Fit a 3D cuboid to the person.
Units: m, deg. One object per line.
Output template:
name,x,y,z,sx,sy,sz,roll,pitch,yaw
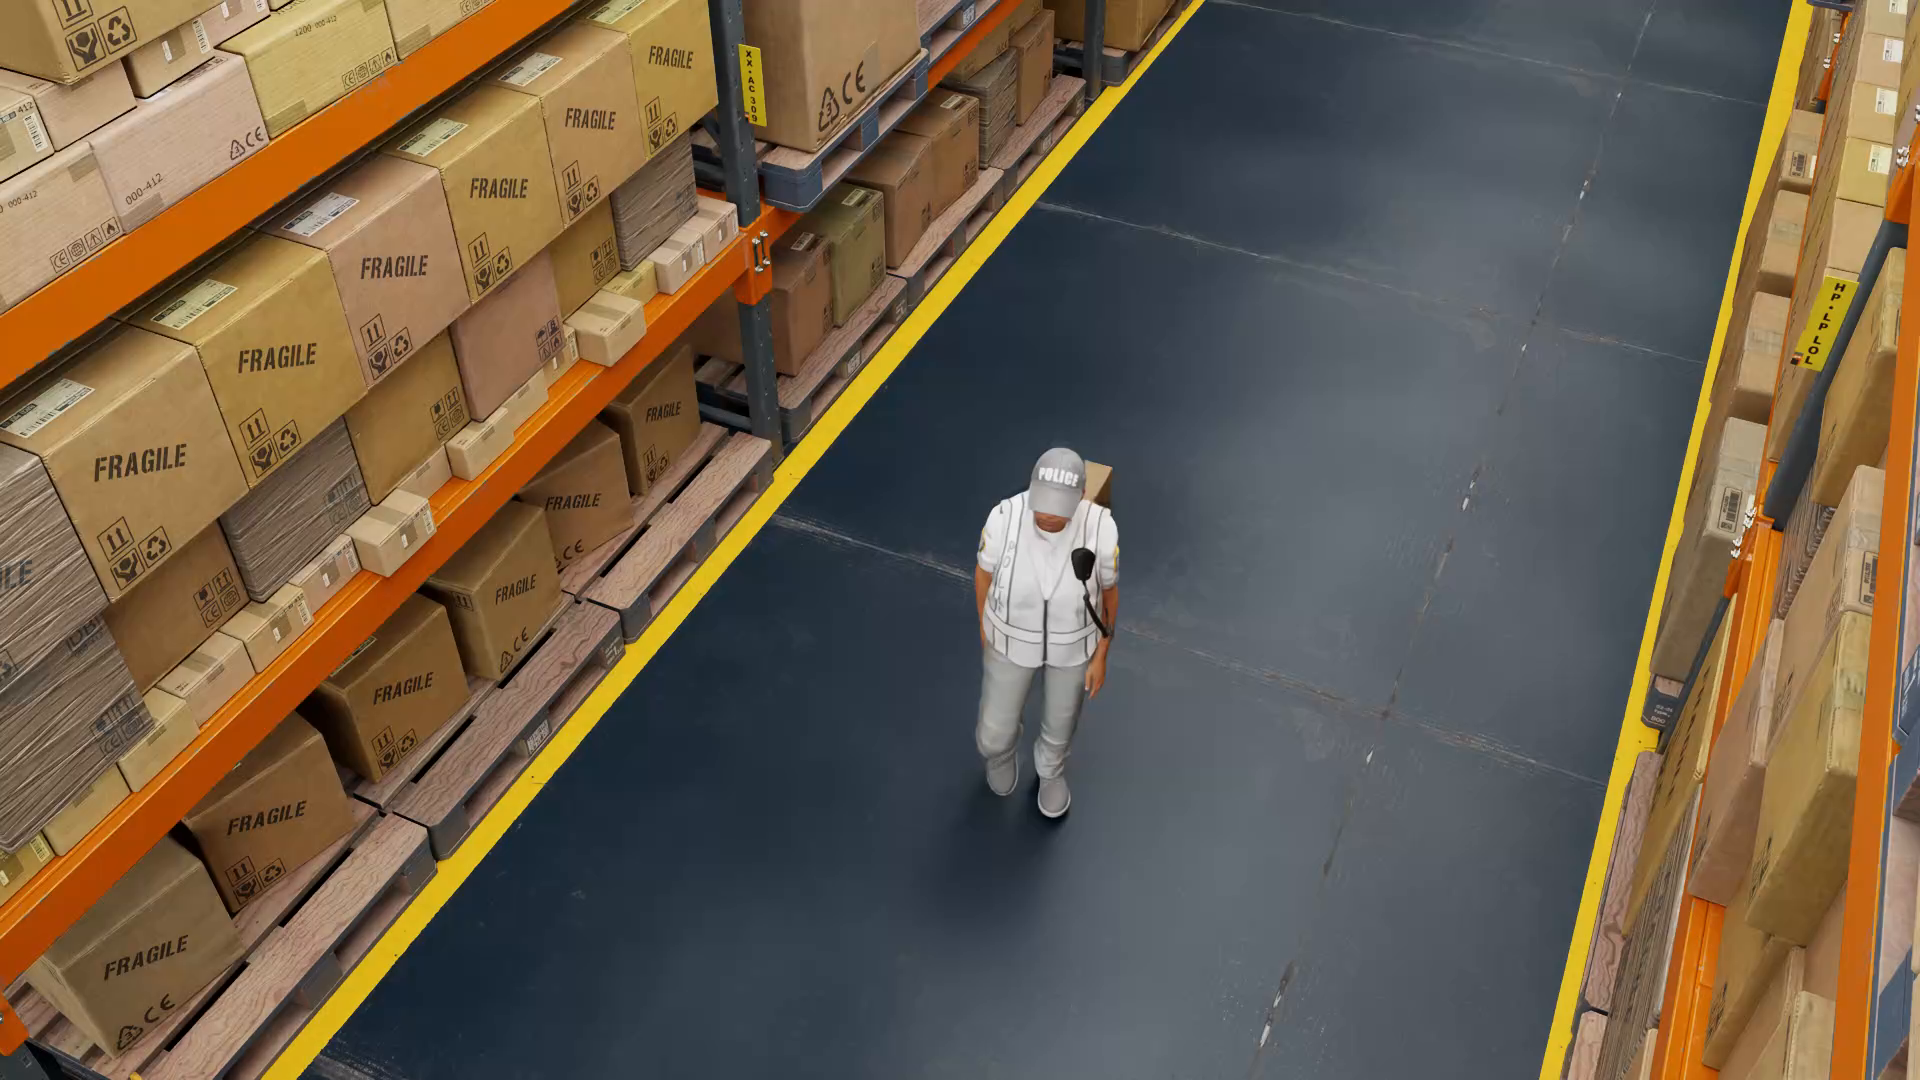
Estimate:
person,0.290,0.362,5.740,0.486,1.680,0.442,1,42,2
